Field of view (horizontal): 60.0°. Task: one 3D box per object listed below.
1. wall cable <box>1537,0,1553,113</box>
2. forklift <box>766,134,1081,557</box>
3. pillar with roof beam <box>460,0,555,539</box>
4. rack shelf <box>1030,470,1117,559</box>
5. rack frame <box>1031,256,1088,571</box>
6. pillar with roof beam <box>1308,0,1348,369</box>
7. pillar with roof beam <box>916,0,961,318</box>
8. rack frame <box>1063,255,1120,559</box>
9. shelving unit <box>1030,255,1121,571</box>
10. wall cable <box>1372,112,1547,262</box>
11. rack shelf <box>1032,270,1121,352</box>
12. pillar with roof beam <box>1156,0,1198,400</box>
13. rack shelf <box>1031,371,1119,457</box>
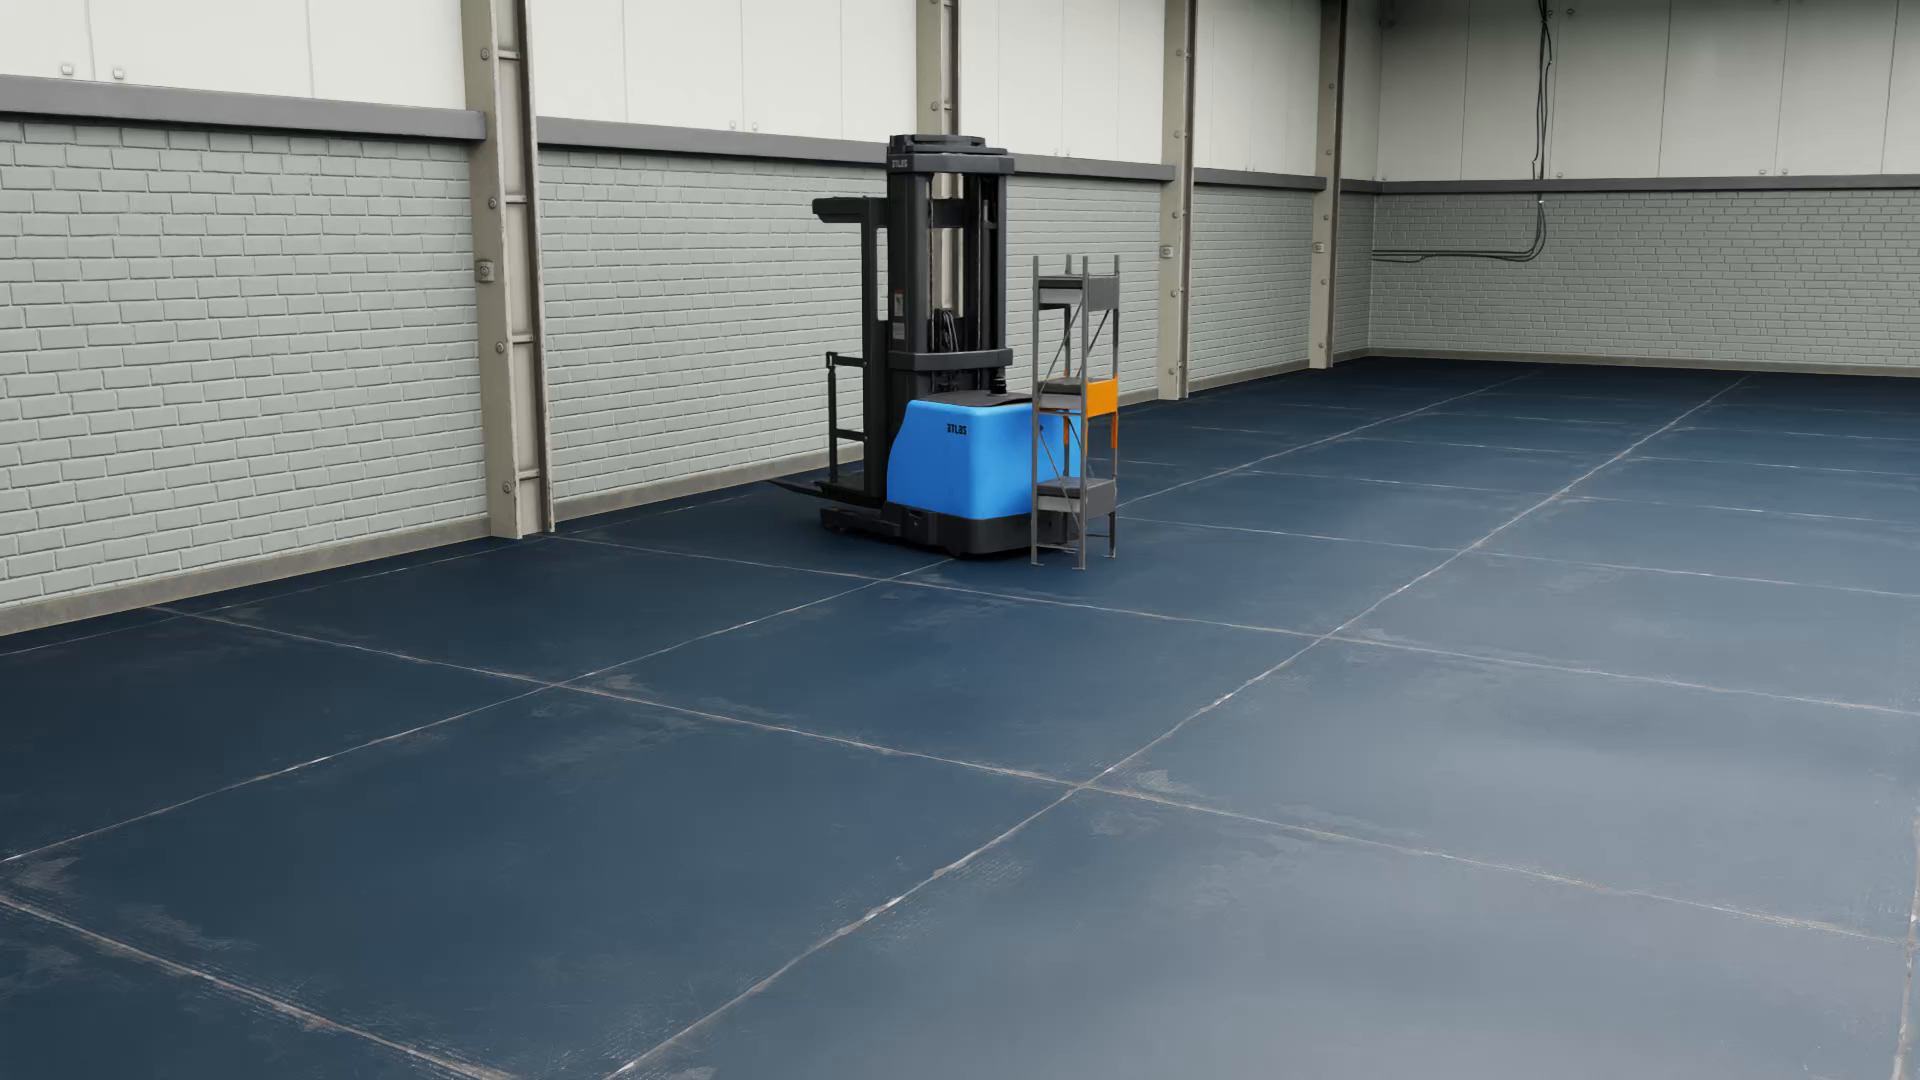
[{"bbox_3d":[10.985,-8.341,27.180,3.097,2.526,0.112,6,12,31],"label":"wall cable"},{"bbox_3d":[-0.417,-1.545,12.655,1.130,2.935,3.031,-8,13,-38],"label":"forklift"},{"bbox_3d":[0.348,-4.064,9.622,9.100,9.000,0.400,6,12,31],"label":"pillar with roof beam"},{"bbox_3d":[0.789,-0.180,11.502,0.431,0.518,0.480,6,12,30],"label":"rack shelf"},{"bbox_3d":[0.665,-0.843,11.163,0.400,2.100,0.015,6,12,30],"label":"rack frame"},{"bbox_3d":[9.693,-6.895,24.743,9.100,9.000,0.400,6,12,31],"label":"pillar with roof beam"},{"bbox_3d":[3.463,-5.008,14.662,9.100,9.000,0.400,6,12,31],"label":"pillar with roof beam"},{"bbox_3d":[0.911,-0.921,11.577,0.400,2.100,0.015,6,12,30],"label":"rack frame"},{"bbox_3d":[0.788,-0.882,11.370,0.431,2.100,0.503,6,12,30],"label":"shelving unit"},{"bbox_3d":[8.673,-6.117,29.025,3.097,2.526,0.112,6,12,31],"label":"wall cable"},{"bbox_3d":[0.787,-1.557,11.244,0.431,0.518,0.480,6,12,30],"label":"rack shelf"},{"bbox_3d":[6.578,-5.951,19.702,9.100,9.000,0.400,6,12,31],"label":"pillar with roof beam"},{"bbox_3d":[0.788,-0.868,11.373,0.431,0.518,0.480,6,12,30],"label":"rack shelf"}]
